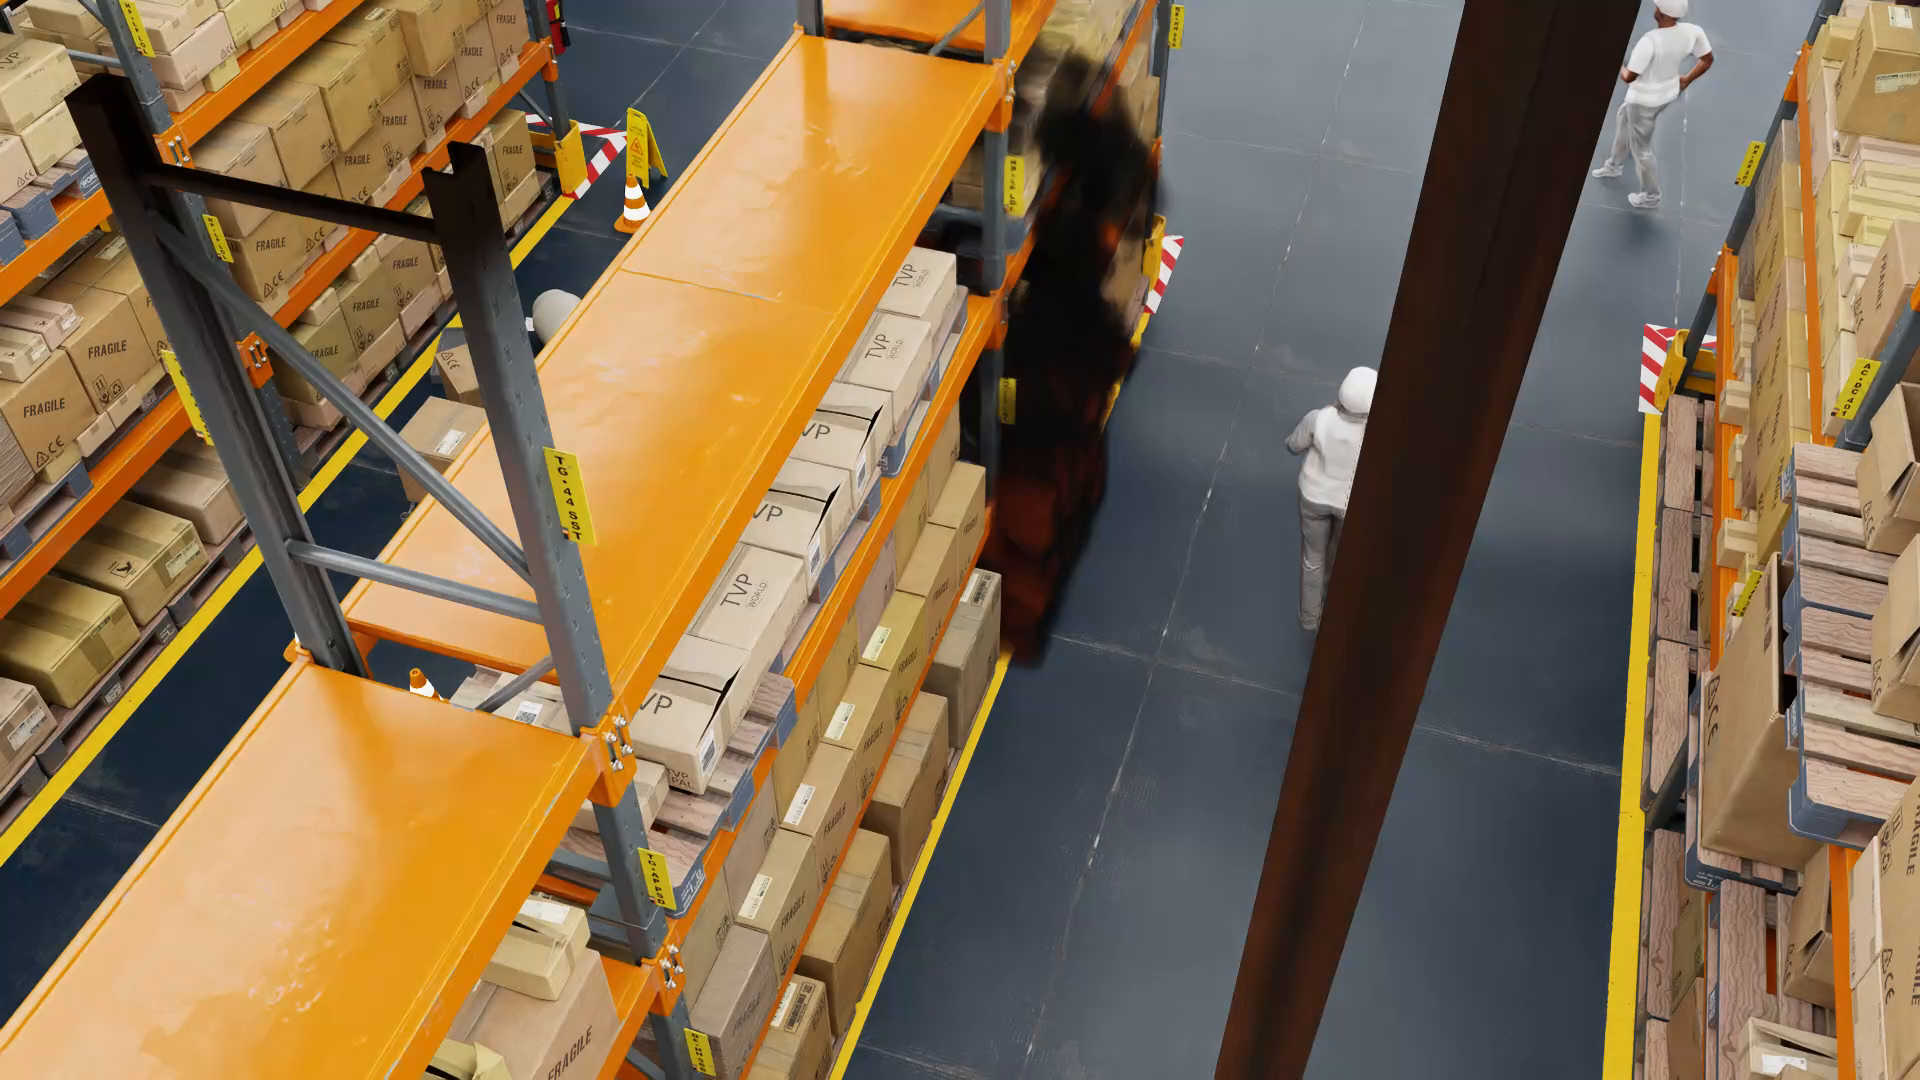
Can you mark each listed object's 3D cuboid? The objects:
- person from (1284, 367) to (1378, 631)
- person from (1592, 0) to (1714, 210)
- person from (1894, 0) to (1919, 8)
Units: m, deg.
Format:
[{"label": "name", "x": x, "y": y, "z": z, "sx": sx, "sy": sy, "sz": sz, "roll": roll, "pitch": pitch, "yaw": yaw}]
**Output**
[{"label": "person", "x": 2.170, "y": -0.250, "z": 9.745, "sx": 0.633, "sy": 1.849, "sz": 0.771, "roll": 8, "pitch": 46, "yaw": 8}, {"label": "person", "x": 5.522, "y": -3.512, "z": 13.332, "sx": 0.618, "sy": 1.809, "sz": 0.872, "roll": -25, "pitch": 51, "yaw": -22}, {"label": "person", "x": 8.303, "y": -4.897, "z": 14.690, "sx": 0.630, "sy": 1.733, "sz": 0.698, "roll": 30, "pitch": 53, "yaw": 26}]
